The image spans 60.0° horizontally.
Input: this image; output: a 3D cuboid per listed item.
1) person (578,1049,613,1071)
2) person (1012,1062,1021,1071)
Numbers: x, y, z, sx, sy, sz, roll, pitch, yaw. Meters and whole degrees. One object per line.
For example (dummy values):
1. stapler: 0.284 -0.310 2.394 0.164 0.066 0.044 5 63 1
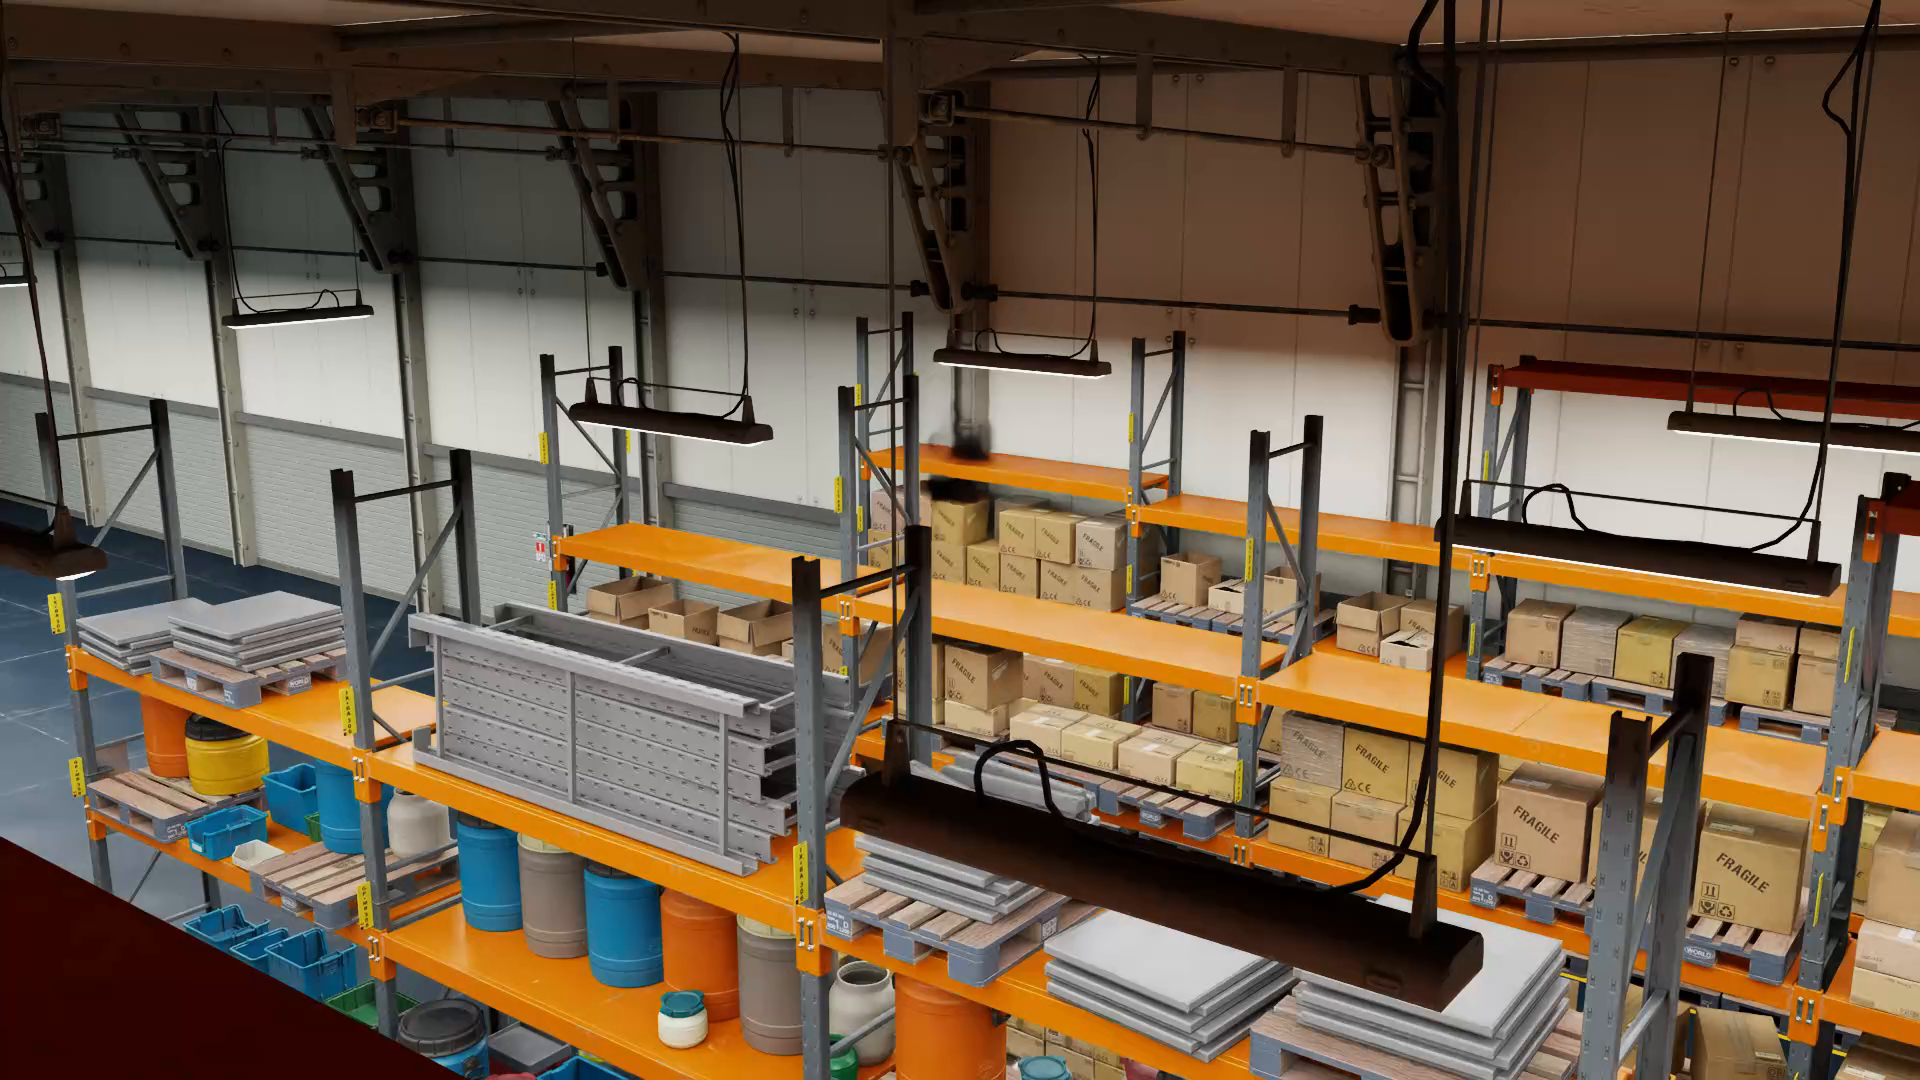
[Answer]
1. person: -2.898 4.153 13.480 0.728 1.801 0.670 8 15 30
2. person: 0.556 4.537 11.868 0.849 1.771 0.673 9 16 35
